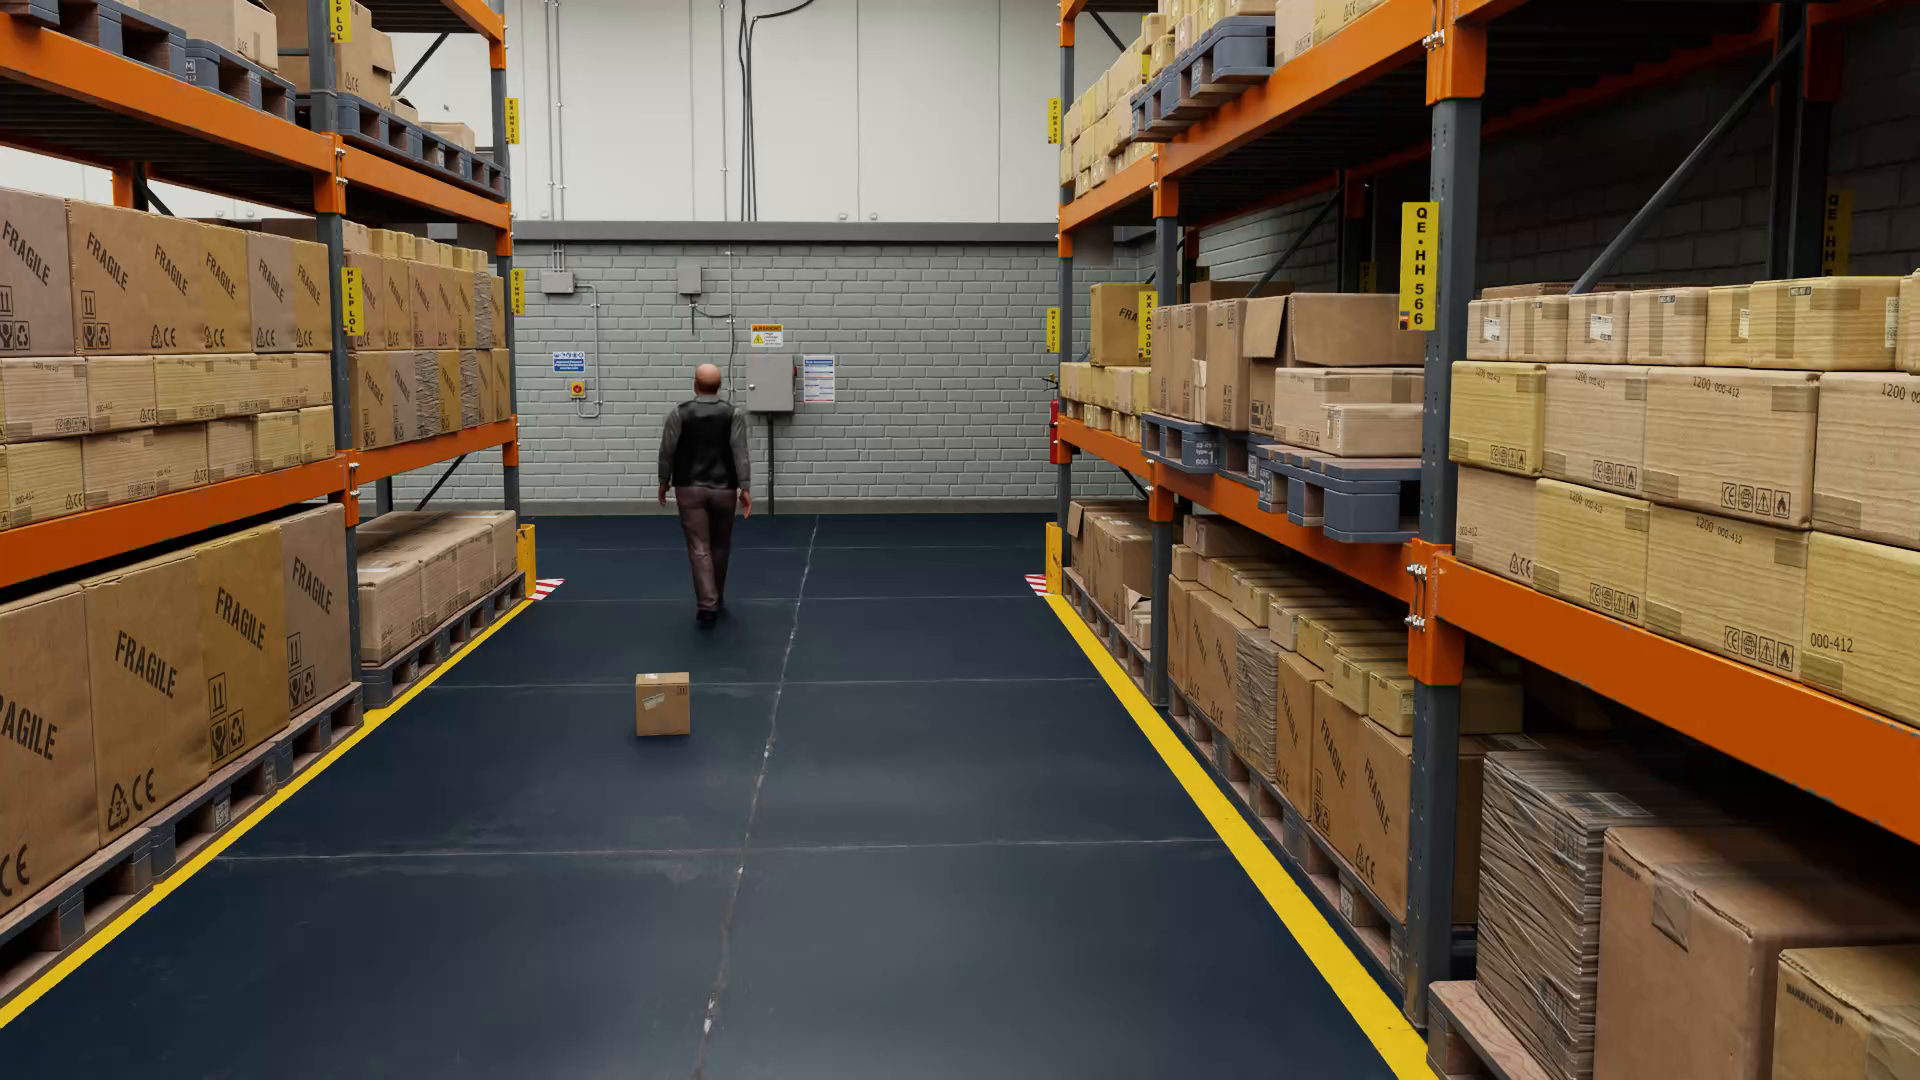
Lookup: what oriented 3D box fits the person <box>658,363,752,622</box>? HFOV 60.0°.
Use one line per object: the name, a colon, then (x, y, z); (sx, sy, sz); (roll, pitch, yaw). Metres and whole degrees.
person: (-1.719, -0.338, 11.067); (0.575, 1.670, 0.978); (-2, 7, -19)
